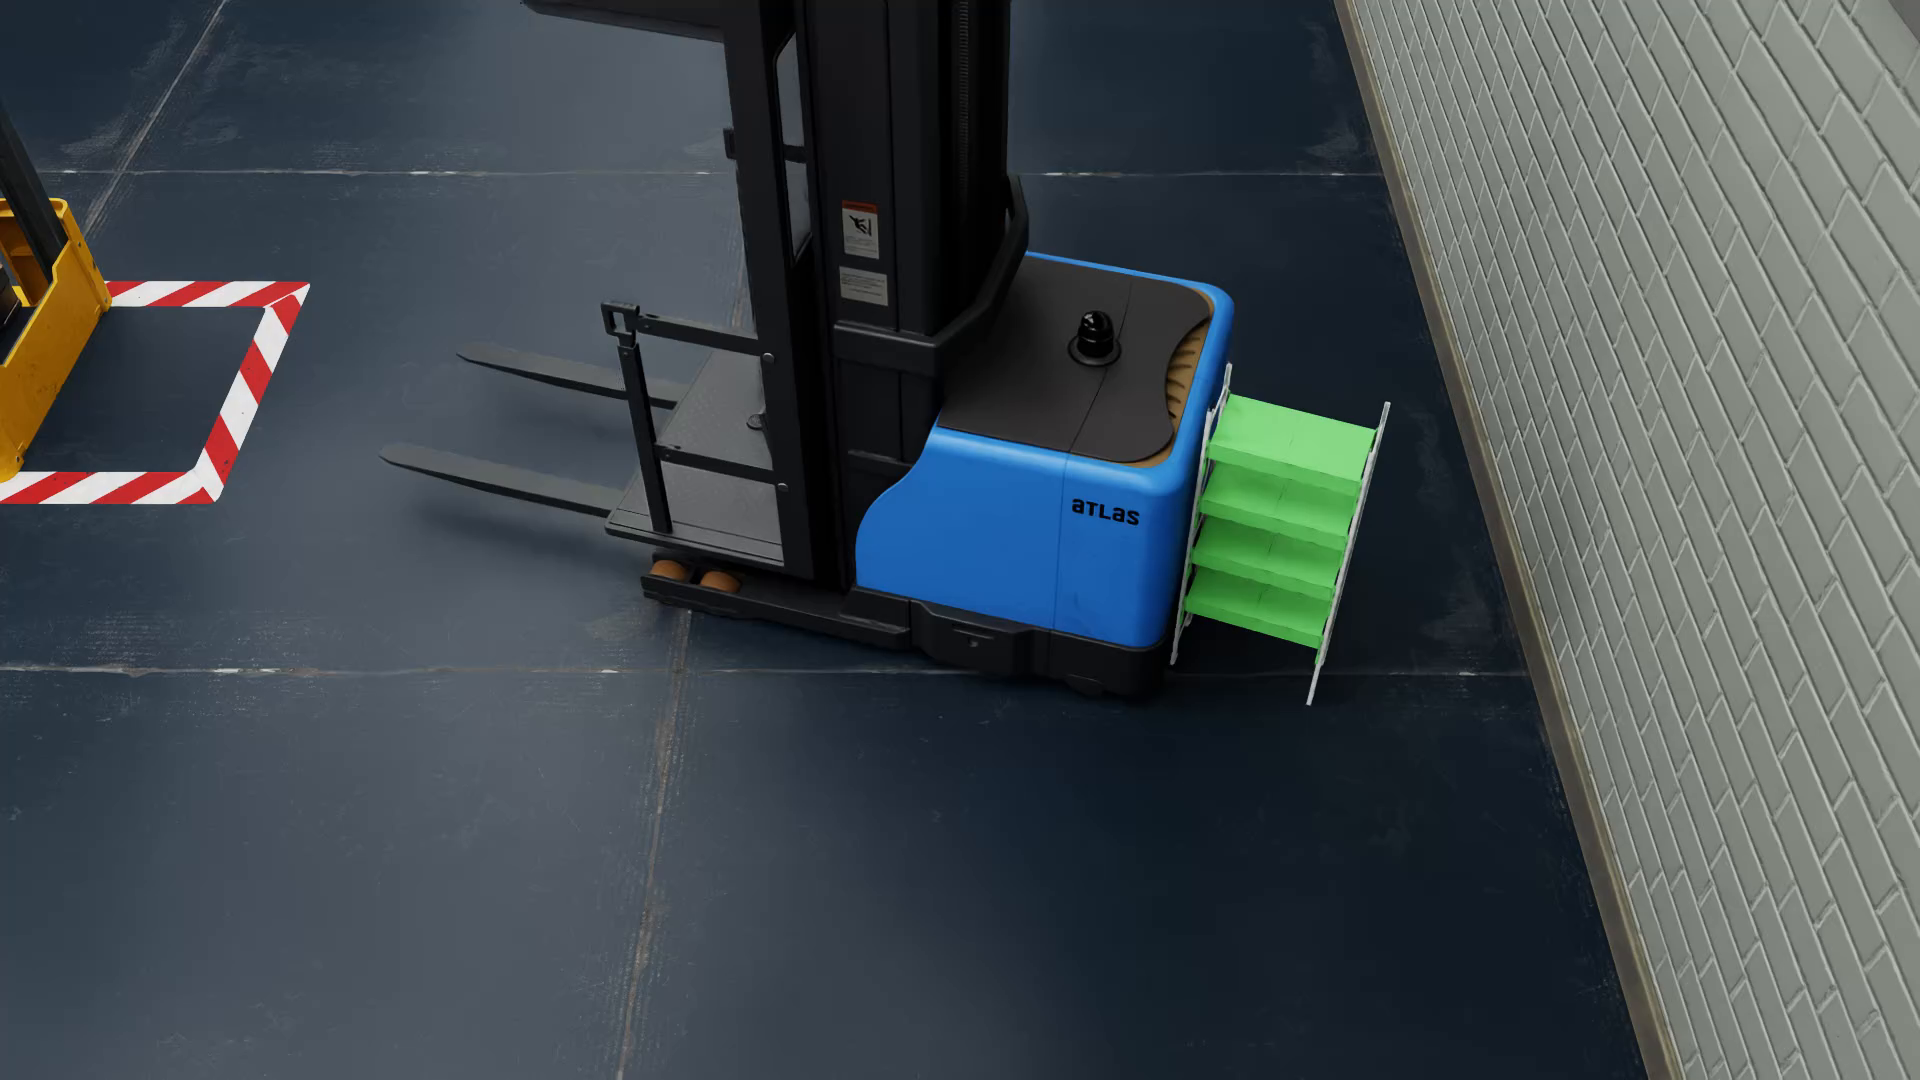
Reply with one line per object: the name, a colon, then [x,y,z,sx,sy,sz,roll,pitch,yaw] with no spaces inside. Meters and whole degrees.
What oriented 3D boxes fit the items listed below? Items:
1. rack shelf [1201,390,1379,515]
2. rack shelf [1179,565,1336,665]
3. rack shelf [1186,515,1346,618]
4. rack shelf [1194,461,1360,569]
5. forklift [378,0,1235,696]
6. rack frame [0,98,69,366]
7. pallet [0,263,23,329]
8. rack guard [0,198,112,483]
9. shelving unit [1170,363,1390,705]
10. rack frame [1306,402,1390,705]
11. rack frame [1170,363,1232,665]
rack shelf: [1.016,-0.272,5.115,0.480,0.148,0.258,16,49,14]
rack shelf: [1.016,0.219,5.642,0.480,0.148,0.258,16,49,14]
rack shelf: [1.016,0.055,5.466,0.480,0.148,0.258,16,49,14]
rack shelf: [1.016,-0.108,5.290,0.480,0.148,0.258,16,49,14]
forklift: [-0.640,-1.084,5.256,3.031,2.935,1.130,12,48,11]
rack frame: [-3.773,-1.667,5.753,0.127,3.000,1.000,0,47,0]
pallet: [-4.661,-0.746,6.800,1.213,0.211,1.003,0,47,0]
rack guard: [-3.849,-0.816,6.668,0.348,0.500,1.175,0,47,0]
shelving unit: [1.016,0.012,5.419,0.503,1.200,0.258,16,49,14]
rack frame: [1.243,0.077,5.359,0.015,1.200,0.240,16,49,14]
rack frame: [0.788,-0.053,5.480,0.015,1.200,0.240,16,49,14]
